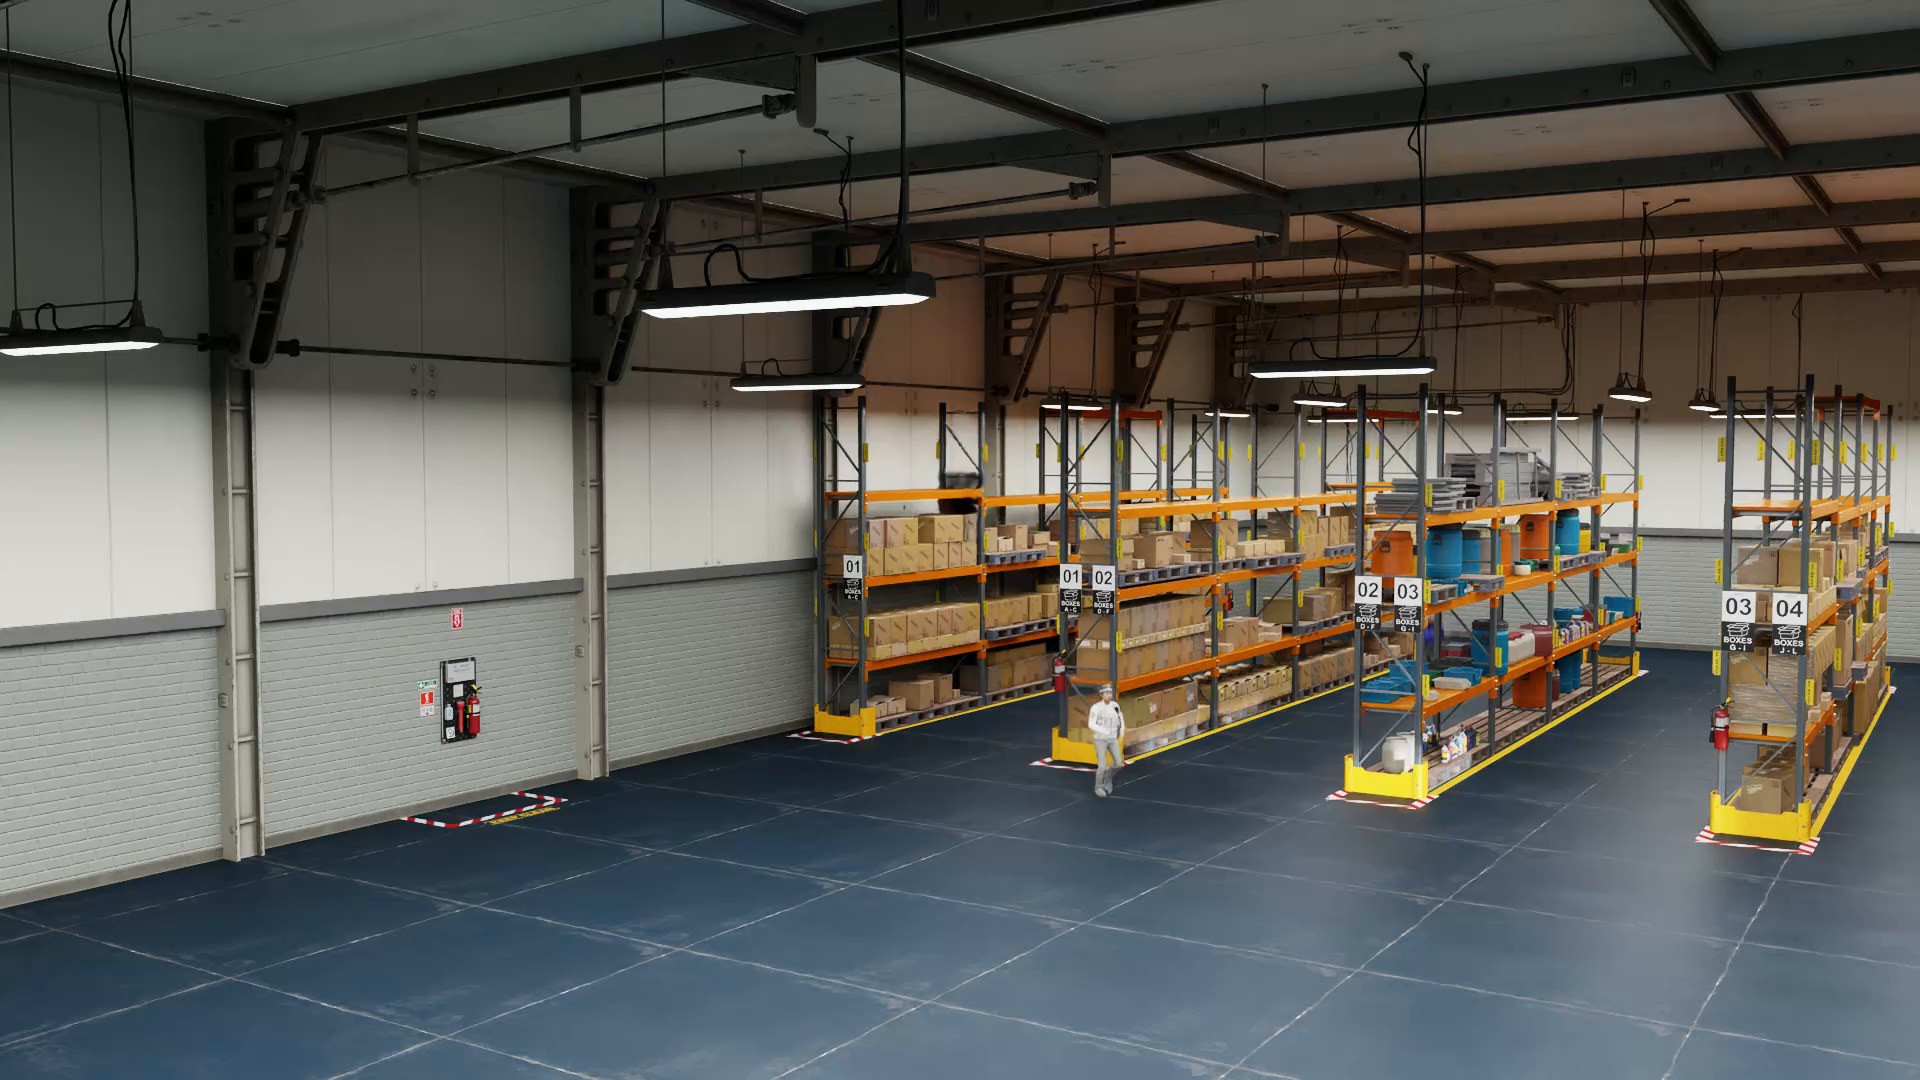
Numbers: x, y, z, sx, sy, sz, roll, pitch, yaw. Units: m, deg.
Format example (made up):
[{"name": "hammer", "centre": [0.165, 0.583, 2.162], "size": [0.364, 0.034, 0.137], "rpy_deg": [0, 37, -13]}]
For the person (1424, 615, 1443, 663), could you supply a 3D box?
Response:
[{"name": "person", "centre": [9.757, 2.374, 34.545], "size": [0.564, 1.641, 0.706], "rpy_deg": [1, 3, 25]}]

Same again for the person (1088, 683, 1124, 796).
[{"name": "person", "centre": [2.165, 2.898, 24.116], "size": [0.651, 1.658, 0.586], "rpy_deg": [-1, 3, -23]}]
